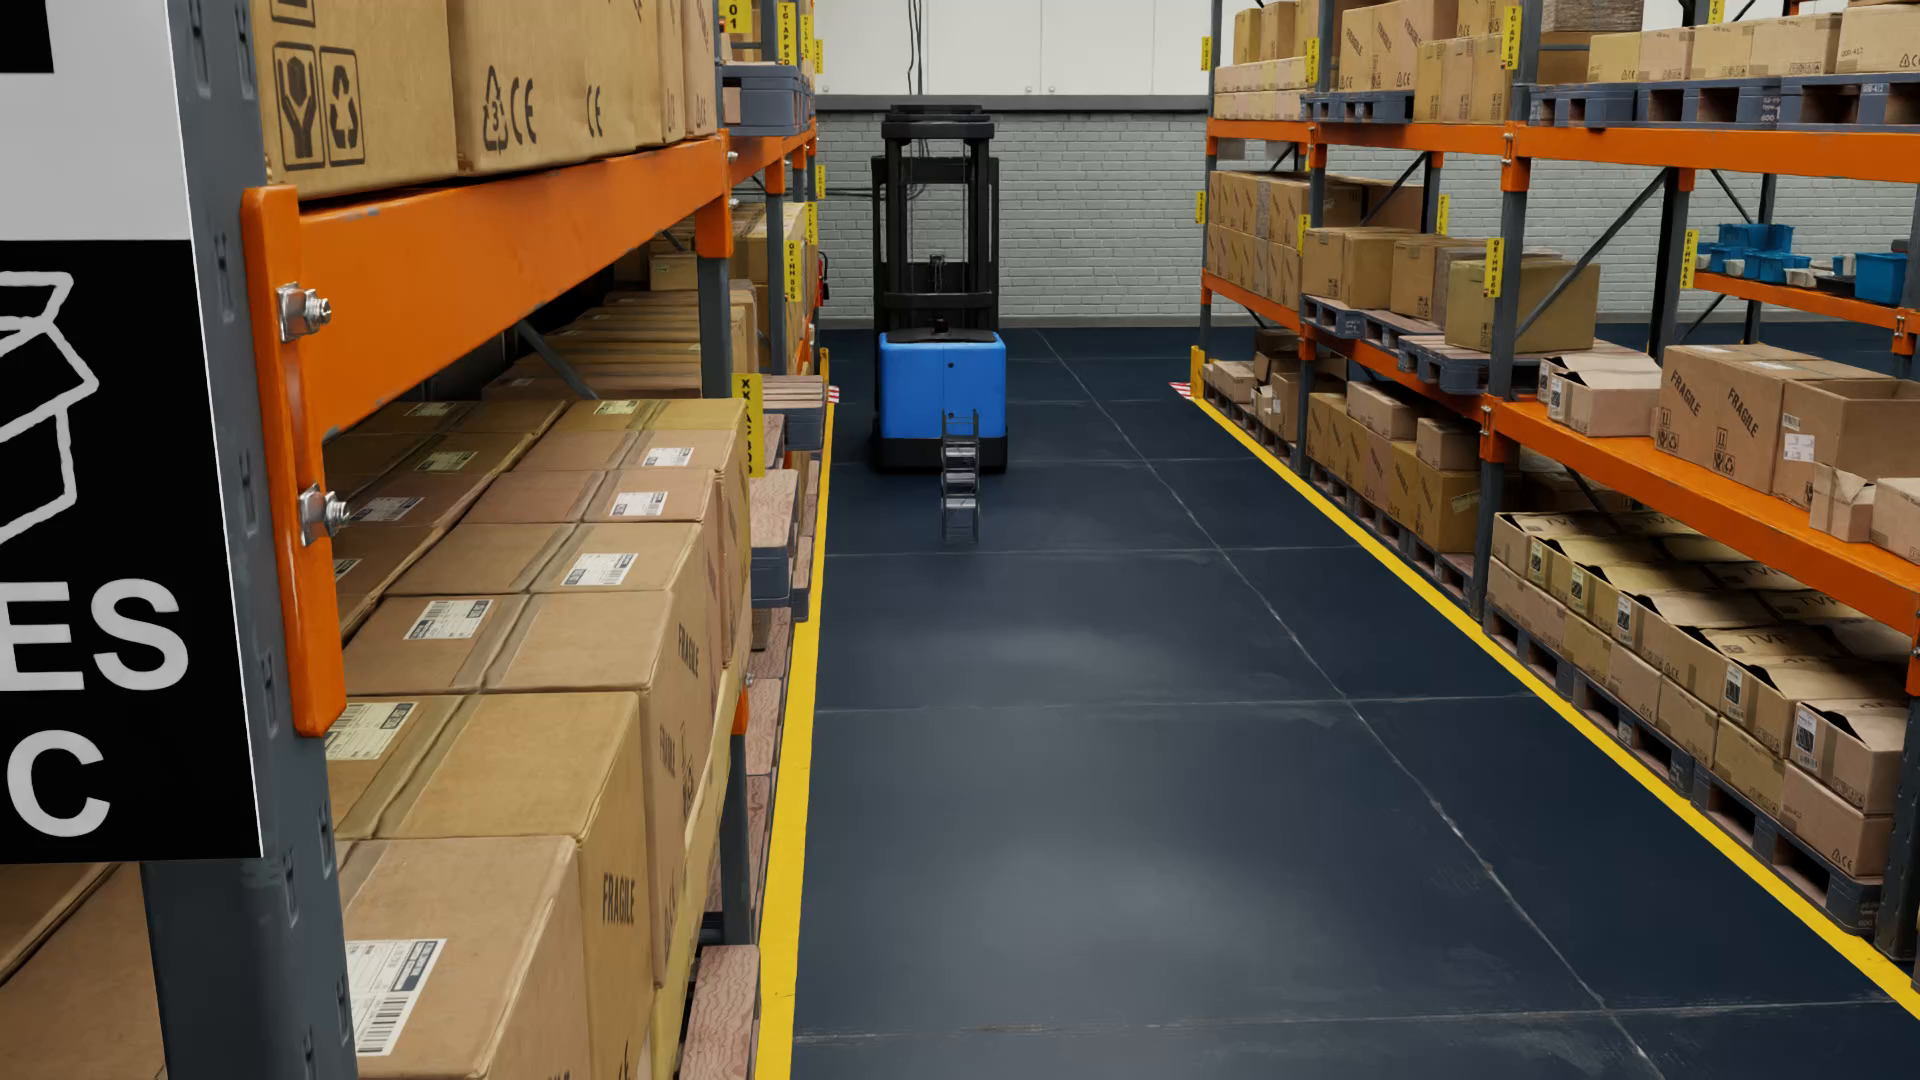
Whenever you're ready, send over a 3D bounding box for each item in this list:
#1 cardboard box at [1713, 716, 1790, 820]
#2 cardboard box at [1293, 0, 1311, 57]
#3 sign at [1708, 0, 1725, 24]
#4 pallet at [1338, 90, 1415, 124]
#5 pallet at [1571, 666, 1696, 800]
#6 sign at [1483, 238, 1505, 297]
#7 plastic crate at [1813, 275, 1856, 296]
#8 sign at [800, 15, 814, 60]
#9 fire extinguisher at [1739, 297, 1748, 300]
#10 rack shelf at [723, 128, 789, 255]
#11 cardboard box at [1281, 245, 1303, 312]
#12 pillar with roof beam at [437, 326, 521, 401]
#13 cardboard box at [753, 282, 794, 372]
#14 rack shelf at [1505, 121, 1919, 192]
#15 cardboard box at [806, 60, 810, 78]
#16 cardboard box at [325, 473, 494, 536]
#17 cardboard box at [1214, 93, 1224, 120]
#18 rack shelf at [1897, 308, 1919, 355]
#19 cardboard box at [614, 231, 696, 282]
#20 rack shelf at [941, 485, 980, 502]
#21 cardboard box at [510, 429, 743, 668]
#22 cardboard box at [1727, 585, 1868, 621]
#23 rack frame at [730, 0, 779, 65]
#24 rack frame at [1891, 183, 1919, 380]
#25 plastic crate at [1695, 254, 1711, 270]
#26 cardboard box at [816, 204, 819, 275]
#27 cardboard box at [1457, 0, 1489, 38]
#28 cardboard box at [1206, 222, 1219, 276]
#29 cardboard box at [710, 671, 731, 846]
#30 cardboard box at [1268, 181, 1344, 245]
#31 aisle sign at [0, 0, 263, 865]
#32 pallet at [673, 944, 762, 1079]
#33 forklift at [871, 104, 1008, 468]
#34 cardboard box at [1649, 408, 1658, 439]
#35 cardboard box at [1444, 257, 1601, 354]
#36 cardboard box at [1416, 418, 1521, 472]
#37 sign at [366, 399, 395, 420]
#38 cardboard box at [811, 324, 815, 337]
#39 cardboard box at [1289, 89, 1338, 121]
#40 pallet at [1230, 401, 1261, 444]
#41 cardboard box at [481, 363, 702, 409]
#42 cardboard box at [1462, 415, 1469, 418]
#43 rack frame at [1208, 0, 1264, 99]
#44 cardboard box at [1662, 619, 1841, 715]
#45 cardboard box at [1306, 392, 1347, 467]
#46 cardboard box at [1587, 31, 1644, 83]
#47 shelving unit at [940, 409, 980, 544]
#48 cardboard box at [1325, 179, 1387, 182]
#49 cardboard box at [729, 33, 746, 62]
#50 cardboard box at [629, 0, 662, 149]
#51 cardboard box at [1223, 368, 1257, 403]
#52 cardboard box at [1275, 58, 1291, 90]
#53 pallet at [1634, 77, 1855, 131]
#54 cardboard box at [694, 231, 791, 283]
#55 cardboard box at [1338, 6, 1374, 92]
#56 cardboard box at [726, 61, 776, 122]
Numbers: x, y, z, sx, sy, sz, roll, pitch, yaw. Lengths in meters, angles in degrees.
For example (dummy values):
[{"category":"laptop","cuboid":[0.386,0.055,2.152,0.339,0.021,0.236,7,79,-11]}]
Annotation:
[{"category":"cardboard box","cuboid":[3.401,0.904,6.669,0.500,0.250,0.500,-1,14,-4]},{"category":"cardboard box","cuboid":[3.255,-4.346,14.171,0.700,0.500,0.500,-1,14,-3]},{"category":"sign","cuboid":[4.052,-2.743,8.950,0.100,0.325,0.005,-1,14,-3]},{"category":"pallet","cuboid":[3.287,-2.930,11.252,1.213,0.211,1.003,-1,14,-3]},{"category":"pallet","cuboid":[3.582,0.864,7.746,1.003,0.211,1.213,-1,14,-3]},{"category":"sign","cuboid":[2.956,-1.506,9.197,0.100,0.325,0.005,-1,14,-3]},{"category":"plastic crate","cuboid":[7.856,-2.235,14.626,0.437,0.125,0.590,-1,14,-3]},{"category":"sign","cuboid":[-1.153,-3.778,12.503,0.100,0.325,0.005,-1,14,-3]},{"category":"fire extinguisher","cuboid":[8.390,-2.886,17.629,0.296,0.674,0.183,-1,14,-3]},{"category":"rack shelf","cuboid":[-1.323,-1.524,6.855,1.077,0.370,4.000,-1,14,-3]},{"category":"cardboard box","cuboid":[2.963,-2.158,13.695,0.500,0.500,0.500,-1,14,-3]},{"category":"pillar with roof beam","cuboid":[2.067,-3.553,7.274,9.100,9.000,0.400,-1,14,-3]},{"category":"cardboard box","cuboid":[-1.221,-1.244,9.505,0.500,0.500,0.500,0,14,-2]},{"category":"rack shelf","cuboid":[3.621,-1.602,7.156,1.077,0.370,4.000,-1,14,-3]},{"category":"cardboard box","cuboid":[-1.491,-3.847,13.696,0.500,0.250,0.500,-1,14,-5]},{"category":"cardboard box","cuboid":[-1.324,0.150,3.679,0.500,0.500,0.500,0,14,-2]},{"category":"cardboard box","cuboid":[2.780,-4.233,16.239,0.500,0.250,0.500,-1,14,-3]},{"category":"rack shelf","cuboid":[8.318,-1.219,11.689,1.077,0.370,4.000,-1,14,-3]},{"category":"cardboard box","cuboid":[-1.733,-1.592,9.350,0.500,0.250,0.500,0,14,-2]},{"category":"rack shelf","cuboid":[0.000,-0.318,11.453,0.258,0.077,0.200,-1,14,-3]},{"category":"cardboard box","cuboid":[-0.824,0.014,4.208,0.500,0.500,0.500,-1,14,-4]},{"category":"cardboard box","cuboid":[3.872,0.368,7.627,0.500,0.311,0.500,0,14,-2]},{"category":"rack frame","cuboid":[-1.446,-3.823,8.325,1.000,3.000,0.127,-1,14,-3]},{"category":"rack frame","cuboid":[8.194,-2.065,13.533,1.000,3.000,0.127,-1,14,-3]},{"category":"plastic crate","cuboid":[7.570,-2.814,16.851,0.250,0.136,0.298,-1,14,-3]},{"category":"cardboard box","cuboid":[-1.901,-2.926,16.275,0.980,0.700,0.700,0,14,-1]},{"category":"cardboard box","cuboid":[3.414,-3.342,10.270,0.500,0.500,0.500,-1,14,-3]},{"category":"cardboard box","cuboid":[2.766,-2.918,16.649,0.500,0.500,0.500,-1,14,-2]},{"category":"cardboard box","cuboid":[-0.798,0.502,3.815,0.500,0.250,0.500,-1,14,-4]},{"category":"cardboard box","cuboid":[2.925,-2.771,14.071,0.500,0.500,0.500,-1,14,-5]},{"category":"aisle sign","cuboid":[-0.647,-0.174,0.964,0.394,0.787,0.004,-1,14,-3]},{"category":"pallet","cuboid":[-1.122,1.594,4.906,1.003,0.211,1.213,-1,14,-3]},{"category":"forklift","cuboid":[-0.225,-2.322,14.668,1.130,2.935,3.031,-1,14,-3]},{"category":"cardboard box","cuboid":[3.633,-0.557,8.175,0.380,0.149,0.250,0,14,1]},{"category":"cardboard box","cuboid":[3.346,-1.401,9.910,0.700,0.500,0.500,-6,16,-22]},{"category":"cardboard box","cuboid":[3.198,-0.603,10.480,0.500,0.250,0.500,0,14,-1]},{"category":"sign","cuboid":[-1.752,-0.474,5.025,0.100,0.325,0.005,-1,14,-3]},{"category":"cardboard box","cuboid":[-1.609,-2.012,16.199,0.380,0.149,0.250,-1,14,-4]},{"category":"cardboard box","cuboid":[2.954,-3.486,13.338,0.500,0.250,0.500,-1,14,-3]},{"category":"pallet","cuboid":[3.129,-1.114,15.433,1.003,0.211,1.213,-1,14,-3]},{"category":"cardboard box","cuboid":[-1.196,-0.311,5.633,0.700,0.500,0.500,-1,14,-3]},{"category":"cardboard box","cuboid":[3.619,-0.626,12.073,0.500,0.500,0.500,-1,14,-3]},{"category":"rack frame","cuboid":[3.002,-5.890,16.358,1.000,3.000,0.127,-1,14,-3]},{"category":"cardboard box","cuboid":[3.367,0.507,7.086,0.500,0.311,0.500,-1,14,-4]},{"category":"cardboard box","cuboid":[3.036,-0.868,13.014,0.500,0.500,0.500,-2,15,-6]},{"category":"cardboard box","cuboid":[3.582,-2.466,8.530,0.500,0.250,0.500,-2,15,-8]},{"category":"shelving unit","cuboid":[0.000,-0.438,11.422,0.258,0.900,0.210,-1,14,-3]},{"category":"cardboard box","cuboid":[3.437,-2.900,14.570,0.500,0.500,0.500,-1,14,-5]},{"category":"cardboard box","cuboid":[-1.533,-2.749,9.088,0.700,0.500,0.500,-2,15,-8]},{"category":"cardboard box","cuboid":[-0.810,-0.922,2.828,0.500,0.500,0.500,0,14,0]},{"category":"cardboard box","cuboid":[2.814,-1.478,15.884,0.500,0.250,0.500,-1,14,-3]},{"category":"cardboard box","cuboid":[2.921,-3.853,13.759,0.500,0.250,0.500,-1,14,-3]},{"category":"pallet","cuboid":[3.701,-1.911,7.291,1.003,0.211,1.213,0,14,-1]},{"category":"cardboard box","cuboid":[-1.219,-1.607,9.409,0.500,0.250,0.500,-1,14,-2]},{"category":"cardboard box","cuboid":[3.207,-3.616,12.297,0.600,0.600,0.600,-2,15,-9]},{"category":"cardboard box","cuboid":[-1.132,-2.162,8.027,0.500,0.311,0.500,-1,14,-3]}]
